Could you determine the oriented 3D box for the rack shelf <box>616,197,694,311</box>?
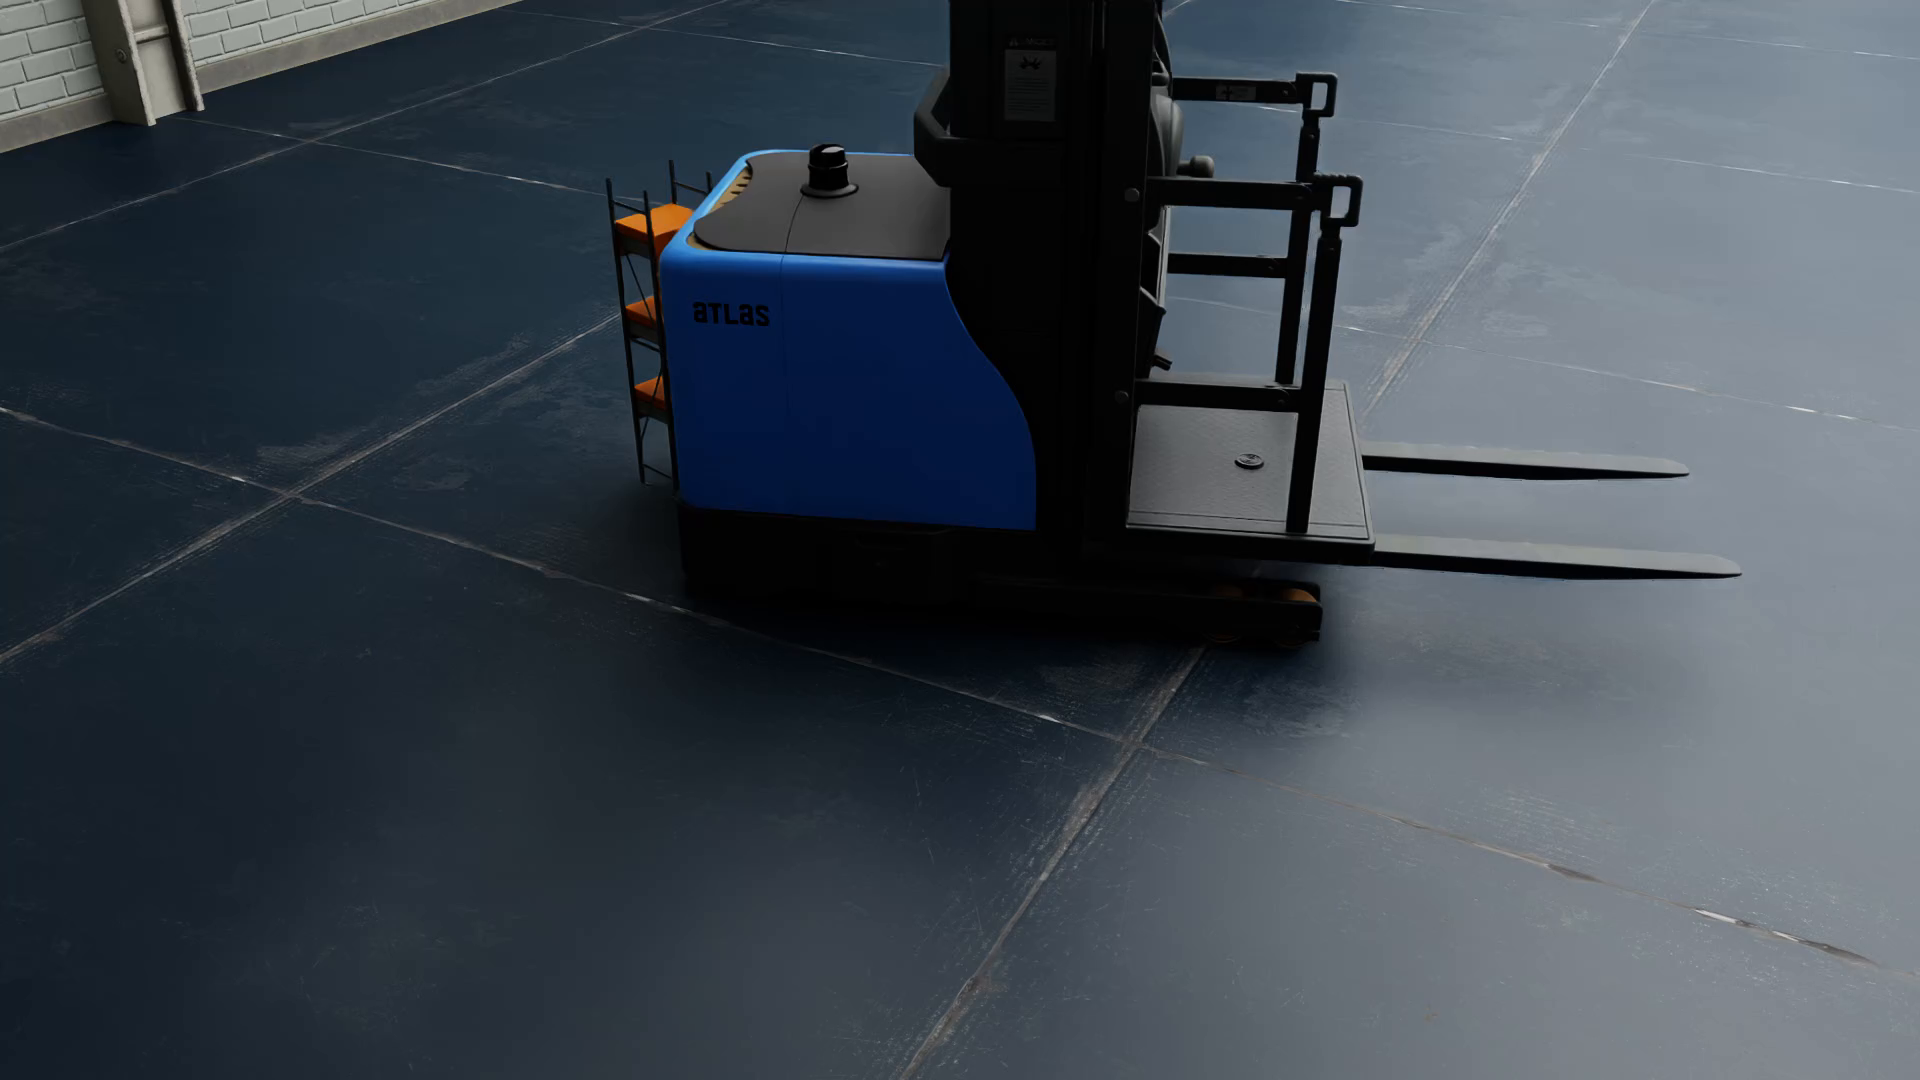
[{"bbox_3d":[-0.919,-0.897,5.206,0.215,0.259,0.240,24,38,36],"label":"rack shelf"}]

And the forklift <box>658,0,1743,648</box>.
[{"bbox_3d":[0.728,-1.248,4.480,3.031,2.935,1.130,4,30,7],"label":"forklift"}]

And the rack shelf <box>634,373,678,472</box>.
[{"bbox_3d":[-0.916,-0.412,5.488,0.215,0.259,0.240,24,38,36],"label":"rack shelf"}]

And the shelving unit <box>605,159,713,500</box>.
[{"bbox_3d":[-0.917,-0.661,5.343,0.215,1.050,0.252,24,38,36],"label":"shelving unit"}]

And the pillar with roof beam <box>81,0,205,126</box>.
[{"bbox_3d":[-0.737,-5.355,5.538,9.100,9.000,0.400,14,33,23],"label":"pillar with roof beam"}]

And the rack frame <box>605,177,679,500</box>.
[{"bbox_3d":[-1.000,-0.615,5.266,0.200,1.050,0.008,24,38,36],"label":"rack frame"}]

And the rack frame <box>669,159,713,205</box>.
[{"bbox_3d":[-0.835,-0.707,5.421,0.200,1.050,0.008,24,38,36],"label":"rack frame"}]

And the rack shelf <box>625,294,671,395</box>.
[{"bbox_3d":[-0.917,-0.652,5.349,0.215,0.259,0.240,24,38,36],"label":"rack shelf"}]
